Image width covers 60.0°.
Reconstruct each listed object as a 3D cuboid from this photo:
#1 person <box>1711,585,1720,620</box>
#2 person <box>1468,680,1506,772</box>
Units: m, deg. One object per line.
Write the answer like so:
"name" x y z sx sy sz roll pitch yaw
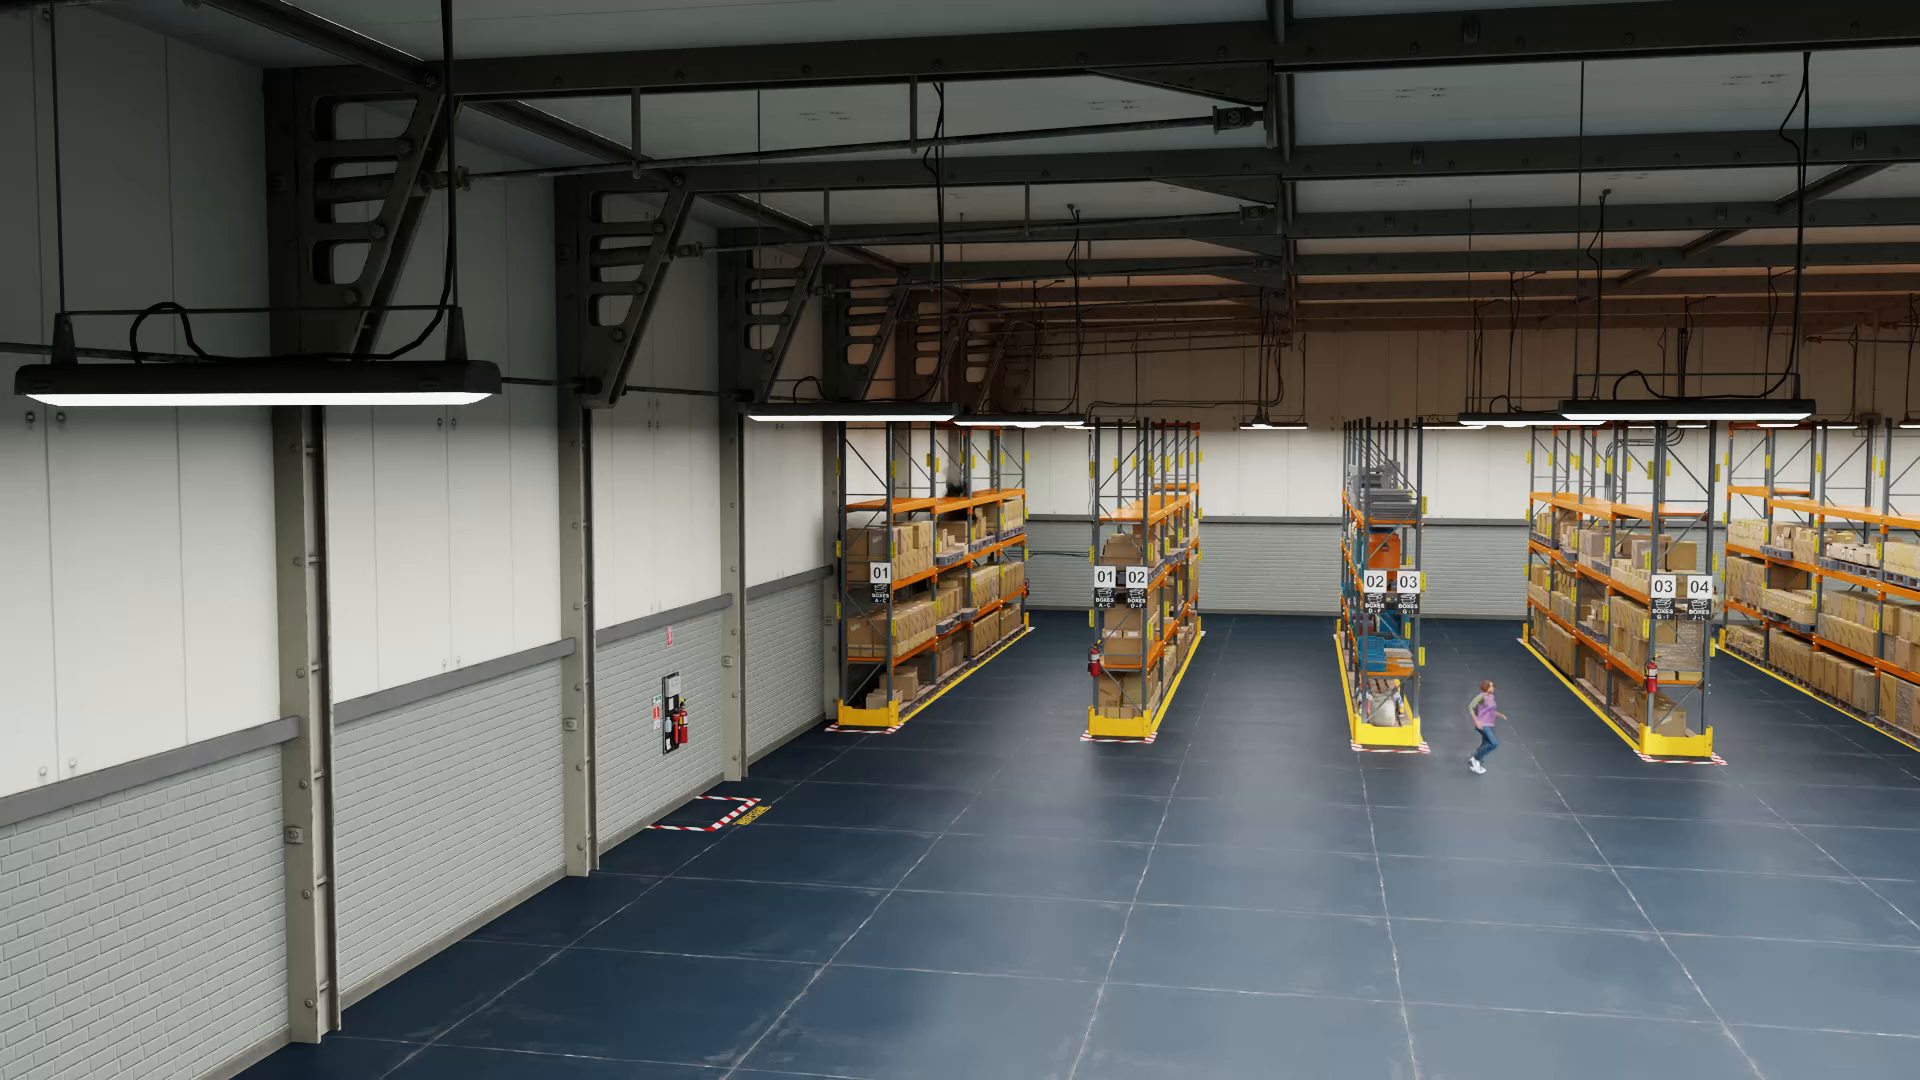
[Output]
"person" 20.272 1.999 45.063 0.525 1.595 0.614 -1 4 -19
"person" 8.833 3.126 27.868 0.575 1.570 0.544 3 5 41
